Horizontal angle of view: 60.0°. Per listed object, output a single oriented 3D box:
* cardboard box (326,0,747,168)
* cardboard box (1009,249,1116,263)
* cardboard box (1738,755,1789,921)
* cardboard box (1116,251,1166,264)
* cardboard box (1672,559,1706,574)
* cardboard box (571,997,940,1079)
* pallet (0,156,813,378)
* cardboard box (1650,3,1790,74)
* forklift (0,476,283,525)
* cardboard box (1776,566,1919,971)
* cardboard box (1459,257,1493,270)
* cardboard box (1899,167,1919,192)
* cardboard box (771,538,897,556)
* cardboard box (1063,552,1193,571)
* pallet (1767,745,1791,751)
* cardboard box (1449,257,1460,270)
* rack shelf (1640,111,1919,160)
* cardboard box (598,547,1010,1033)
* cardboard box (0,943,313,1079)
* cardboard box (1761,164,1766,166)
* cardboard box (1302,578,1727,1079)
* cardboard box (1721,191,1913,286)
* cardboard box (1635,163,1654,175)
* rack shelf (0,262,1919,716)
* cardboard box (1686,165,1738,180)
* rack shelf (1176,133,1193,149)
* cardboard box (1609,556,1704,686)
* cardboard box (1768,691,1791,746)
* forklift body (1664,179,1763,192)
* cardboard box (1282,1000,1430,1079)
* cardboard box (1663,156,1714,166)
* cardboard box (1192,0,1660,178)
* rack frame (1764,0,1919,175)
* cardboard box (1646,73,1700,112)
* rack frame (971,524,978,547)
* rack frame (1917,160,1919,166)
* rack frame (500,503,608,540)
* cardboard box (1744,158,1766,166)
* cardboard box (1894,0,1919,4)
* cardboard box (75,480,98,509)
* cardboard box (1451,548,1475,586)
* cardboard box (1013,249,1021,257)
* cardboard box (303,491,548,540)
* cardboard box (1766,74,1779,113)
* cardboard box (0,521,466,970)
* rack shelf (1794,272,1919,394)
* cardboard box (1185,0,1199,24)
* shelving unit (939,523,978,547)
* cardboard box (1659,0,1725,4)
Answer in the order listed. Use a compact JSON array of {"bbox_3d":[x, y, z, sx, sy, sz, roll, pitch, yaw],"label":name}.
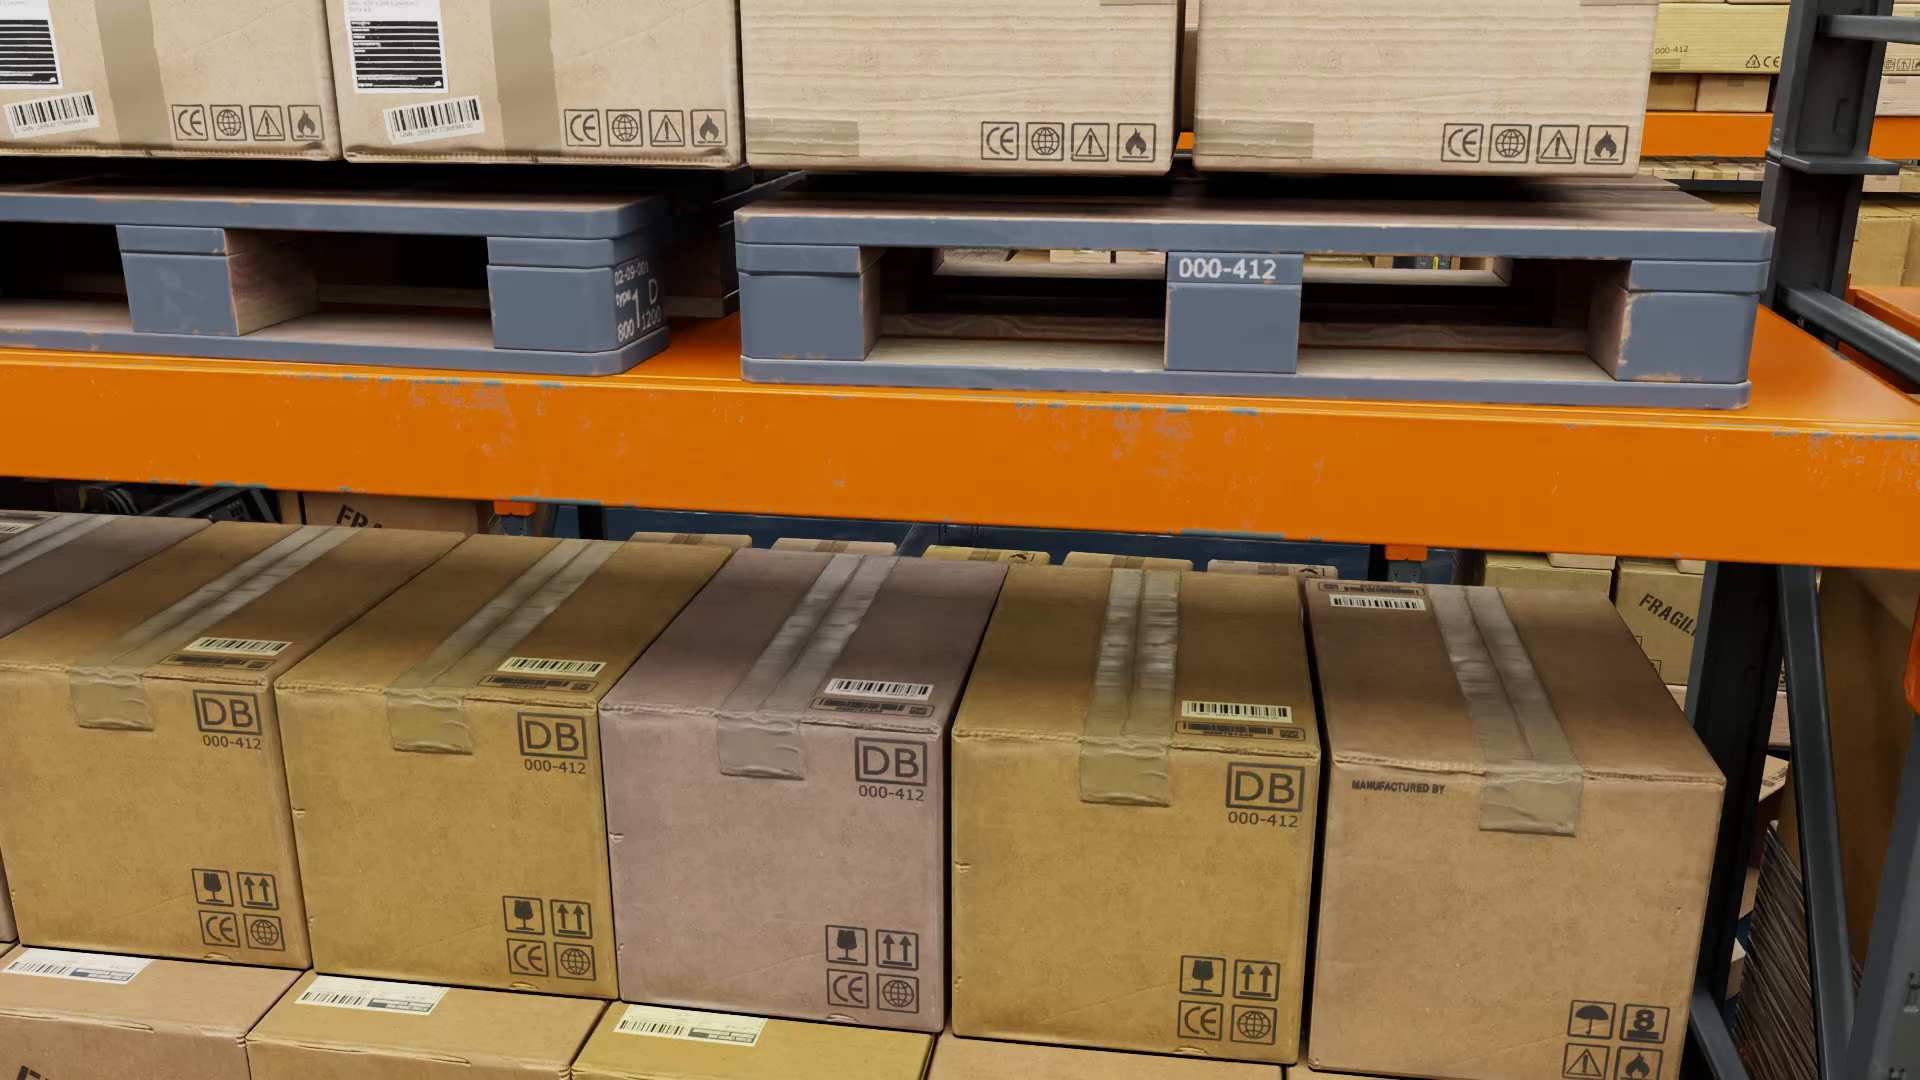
[{"bbox_3d":[-0.482,-0.680,2.201,0.500,0.311,0.500,2,19,7],"label":"cardboard box"},{"bbox_3d":[0.478,-0.981,7.219,0.500,0.500,0.500,4,19,11],"label":"cardboard box"},{"bbox_3d":[2.811,1.075,6.299,0.500,0.500,0.500,-15,24,-38],"label":"cardboard box"},{"bbox_3d":[0.795,-1.268,7.055,0.250,0.149,0.380,2,19,7],"label":"cardboard box"},{"bbox_3d":[3.131,0.017,6.994,0.250,0.149,0.380,4,19,11],"label":"cardboard box"},{"bbox_3d":[-0.272,0.925,2.652,0.500,0.500,0.500,3,19,9],"label":"cardboard box"},{"bbox_3d":[-0.917,-0.497,2.631,1.213,0.211,1.003,4,19,11],"label":"pallet"},{"bbox_3d":[2.871,-1.951,6.447,0.500,0.250,0.500,3,19,8],"label":"cardboard box"},{"bbox_3d":[-2.378,0.059,5.506,3.031,2.935,1.130,4,19,11],"label":"forklift"},{"bbox_3d":[1.643,0.412,2.405,0.550,0.550,0.875,3,19,9],"label":"cardboard box"},{"bbox_3d":[2.369,-1.162,6.847,0.500,0.500,0.700,3,19,8],"label":"cardboard box"},{"bbox_3d":[6.315,-2.392,11.075,0.250,0.149,0.380,3,19,9],"label":"cardboard box"},{"bbox_3d":[-0.694,0.322,8.092,0.625,0.372,0.950,3,19,8],"label":"cardboard box"},{"bbox_3d":[0.741,0.397,7.870,0.625,0.372,0.950,4,19,12],"label":"cardboard box"},{"bbox_3d":[3.846,0.816,7.531,1.213,0.211,1.003,3,19,9],"label":"pallet"},{"bbox_3d":[3.667,-2.067,11.596,0.500,0.500,0.500,3,19,10],"label":"cardboard box"},{"bbox_3d":[3.944,-1.570,6.675,4.000,0.370,1.077,3,19,9],"label":"rack shelf"},{"bbox_3d":[-0.214,0.371,2.734,0.500,0.500,0.700,3,19,9],"label":"cardboard box"},{"bbox_3d":[-1.265,0.875,2.803,0.500,0.500,0.500,3,19,9],"label":"cardboard box"},{"bbox_3d":[5.570,-2.435,11.204,0.250,0.149,0.380,3,19,9],"label":"cardboard box"},{"bbox_3d":[0.793,0.422,2.583,0.500,0.500,0.700,3,19,8],"label":"cardboard box"},{"bbox_3d":[3.362,-1.096,6.649,0.500,0.500,0.700,3,19,7],"label":"cardboard box"},{"bbox_3d":[4.554,-2.485,11.354,0.250,0.149,0.380,3,19,9],"label":"cardboard box"},{"bbox_3d":[-0.691,-0.216,2.627,4.000,0.370,1.077,3,19,9],"label":"rack shelf"},{"bbox_3d":[5.039,-2.424,11.173,0.250,0.149,0.380,3,19,10],"label":"cardboard box"},{"bbox_3d":[-0.005,-1.772,7.277,4.000,0.370,1.077,3,19,9],"label":"rack shelf"},{"bbox_3d":[3.039,0.297,7.178,0.500,0.500,0.500,4,19,11],"label":"cardboard box"},{"bbox_3d":[3.562,0.679,7.219,0.500,0.250,0.500,3,19,8],"label":"cardboard box"},{"bbox_3d":[4.541,-1.065,10.096,1.214,2.155,2.313,3,19,9],"label":"forklift body"},{"bbox_3d":[0.726,0.976,2.500,0.500,0.500,0.500,3,19,8],"label":"cardboard box"},{"bbox_3d":[5.139,-2.623,11.766,0.250,0.149,0.380,2,19,7],"label":"cardboard box"},{"bbox_3d":[0.561,-0.617,2.110,0.500,0.250,0.500,3,19,9],"label":"cardboard box"},{"bbox_3d":[1.284,-1.879,1.736,0.127,3.000,1.000,3,19,9],"label":"rack frame"},{"bbox_3d":[2.750,-1.792,6.600,0.250,0.149,0.380,3,19,9],"label":"cardboard box"},{"bbox_3d":[0.092,-0.422,10.146,0.006,0.900,0.240,3,19,9],"label":"rack frame"},{"bbox_3d":[6.702,-1.944,11.384,0.127,3.000,1.000,3,19,9],"label":"rack frame"},{"bbox_3d":[-1.980,-0.791,7.940,0.127,3.000,1.000,3,19,9],"label":"rack frame"},{"bbox_3d":[5.647,-2.573,11.618,0.250,0.149,0.380,3,19,9],"label":"cardboard box"},{"bbox_3d":[3.523,-2.105,6.278,0.250,0.149,0.380,3,19,8],"label":"cardboard box"},{"bbox_3d":[-4.411,-0.135,8.665,0.875,0.875,0.875,3,19,10],"label":"cardboard box"},{"bbox_3d":[2.596,0.105,7.751,0.500,0.500,0.500,3,19,8],"label":"cardboard box"},{"bbox_3d":[0.062,-1.167,7.776,0.500,0.500,0.500,2,19,6],"label":"cardboard box"},{"bbox_3d":[-2.649,-0.043,8.392,0.875,0.875,0.875,3,19,8],"label":"cardboard box"},{"bbox_3d":[3.253,-1.750,6.474,0.250,0.149,0.380,2,19,7],"label":"cardboard box"},{"bbox_3d":[-1.217,0.319,2.888,0.500,0.500,0.700,3,19,8],"label":"cardboard box"},{"bbox_3d":[3.259,-0.014,2.025,4.000,0.370,1.077,3,19,9],"label":"rack shelf"},{"bbox_3d":[0.871,-2.151,6.852,0.500,0.250,0.500,3,19,9],"label":"cardboard box"},{"bbox_3d":[-0.008,-0.427,10.162,0.210,0.900,0.258,3,19,9],"label":"shelving unit"},{"bbox_3d":[2.749,-2.133,6.362,0.250,0.149,0.380,2,19,7],"label":"cardboard box"}]
